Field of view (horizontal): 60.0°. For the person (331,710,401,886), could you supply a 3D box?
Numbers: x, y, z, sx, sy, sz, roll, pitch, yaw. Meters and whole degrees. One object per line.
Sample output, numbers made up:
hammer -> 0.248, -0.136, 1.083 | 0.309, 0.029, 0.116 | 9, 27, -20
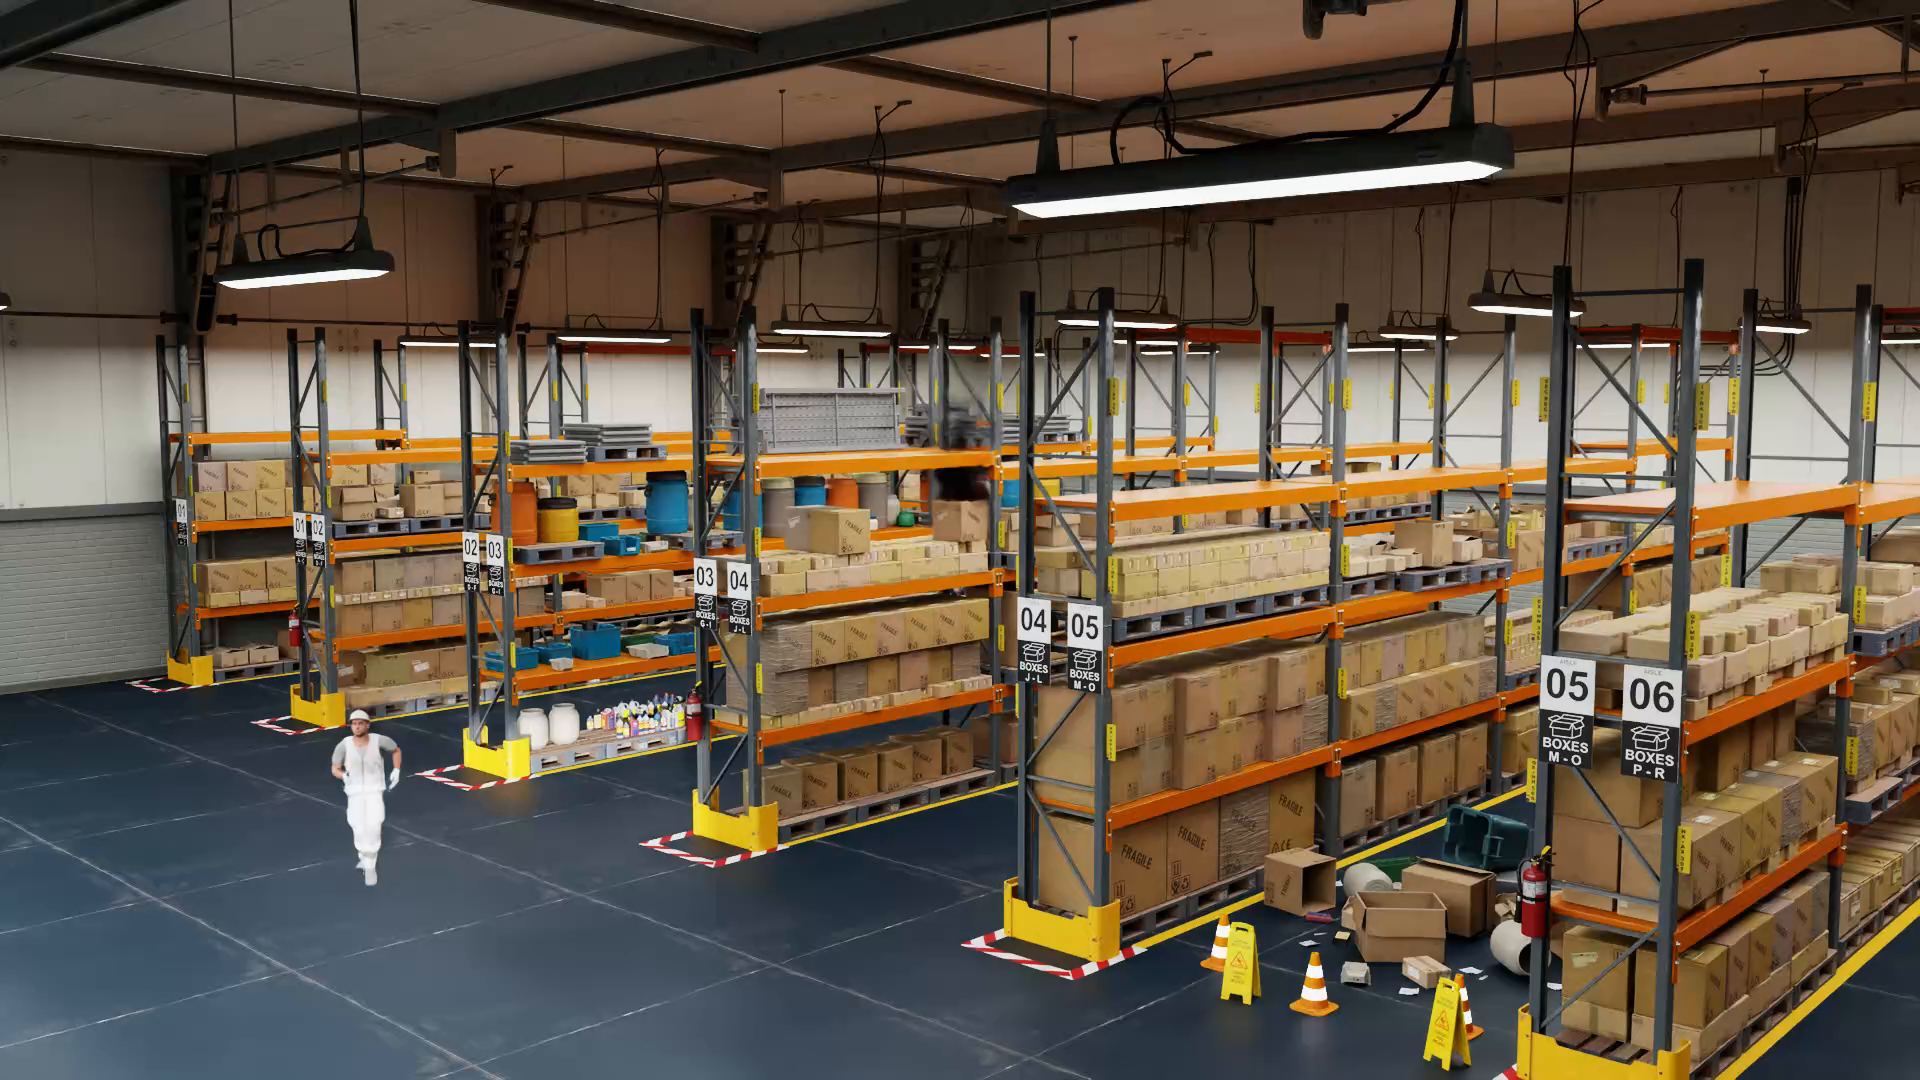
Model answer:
person -> -6.199, 2.668, 17.355 | 0.670, 1.809, 0.750 | -1, 5, -12

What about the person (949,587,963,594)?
person -> -0.019, 1.225, 32.714 | 0.663, 1.764, 0.870 | 3, 6, 27
